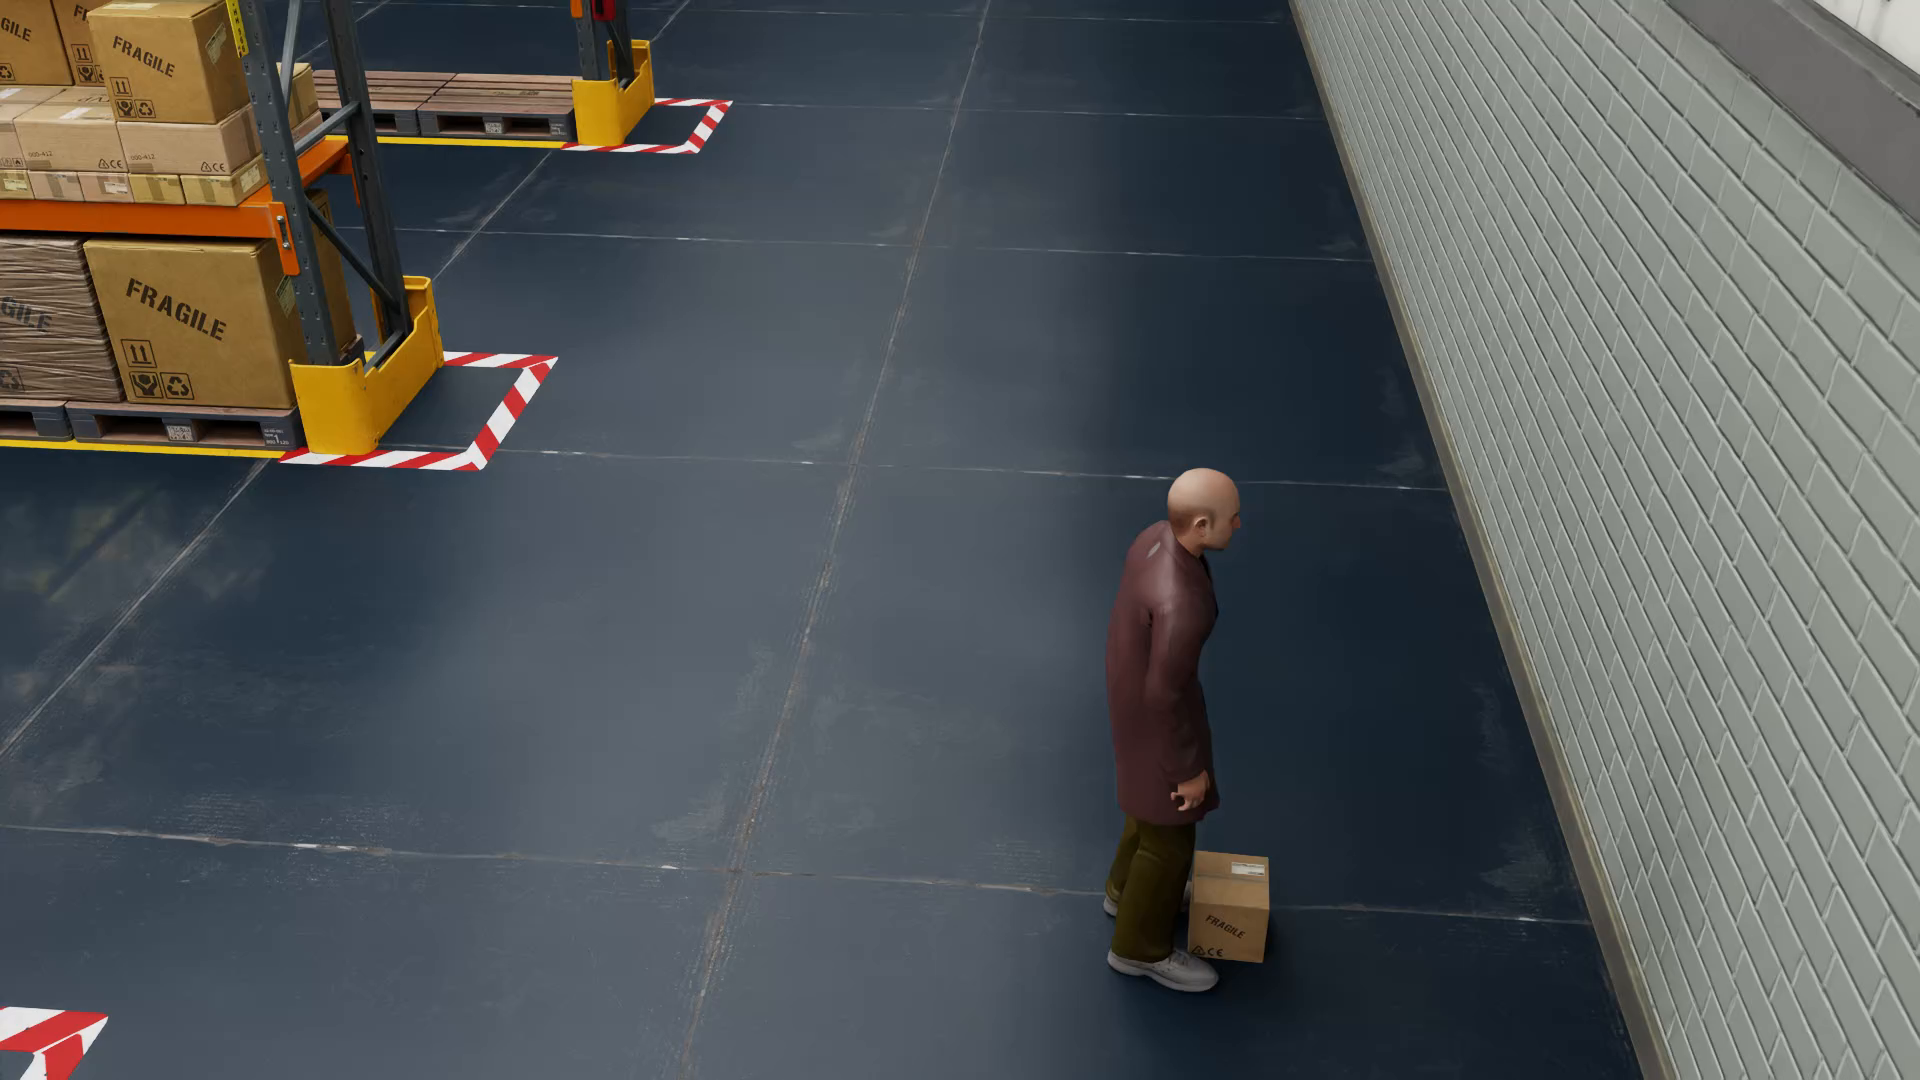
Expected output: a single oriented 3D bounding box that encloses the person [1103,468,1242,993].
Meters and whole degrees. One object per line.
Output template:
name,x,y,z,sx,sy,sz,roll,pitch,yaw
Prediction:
person,0.655,0.569,5.222,0.417,1.774,0.656,1,32,2
